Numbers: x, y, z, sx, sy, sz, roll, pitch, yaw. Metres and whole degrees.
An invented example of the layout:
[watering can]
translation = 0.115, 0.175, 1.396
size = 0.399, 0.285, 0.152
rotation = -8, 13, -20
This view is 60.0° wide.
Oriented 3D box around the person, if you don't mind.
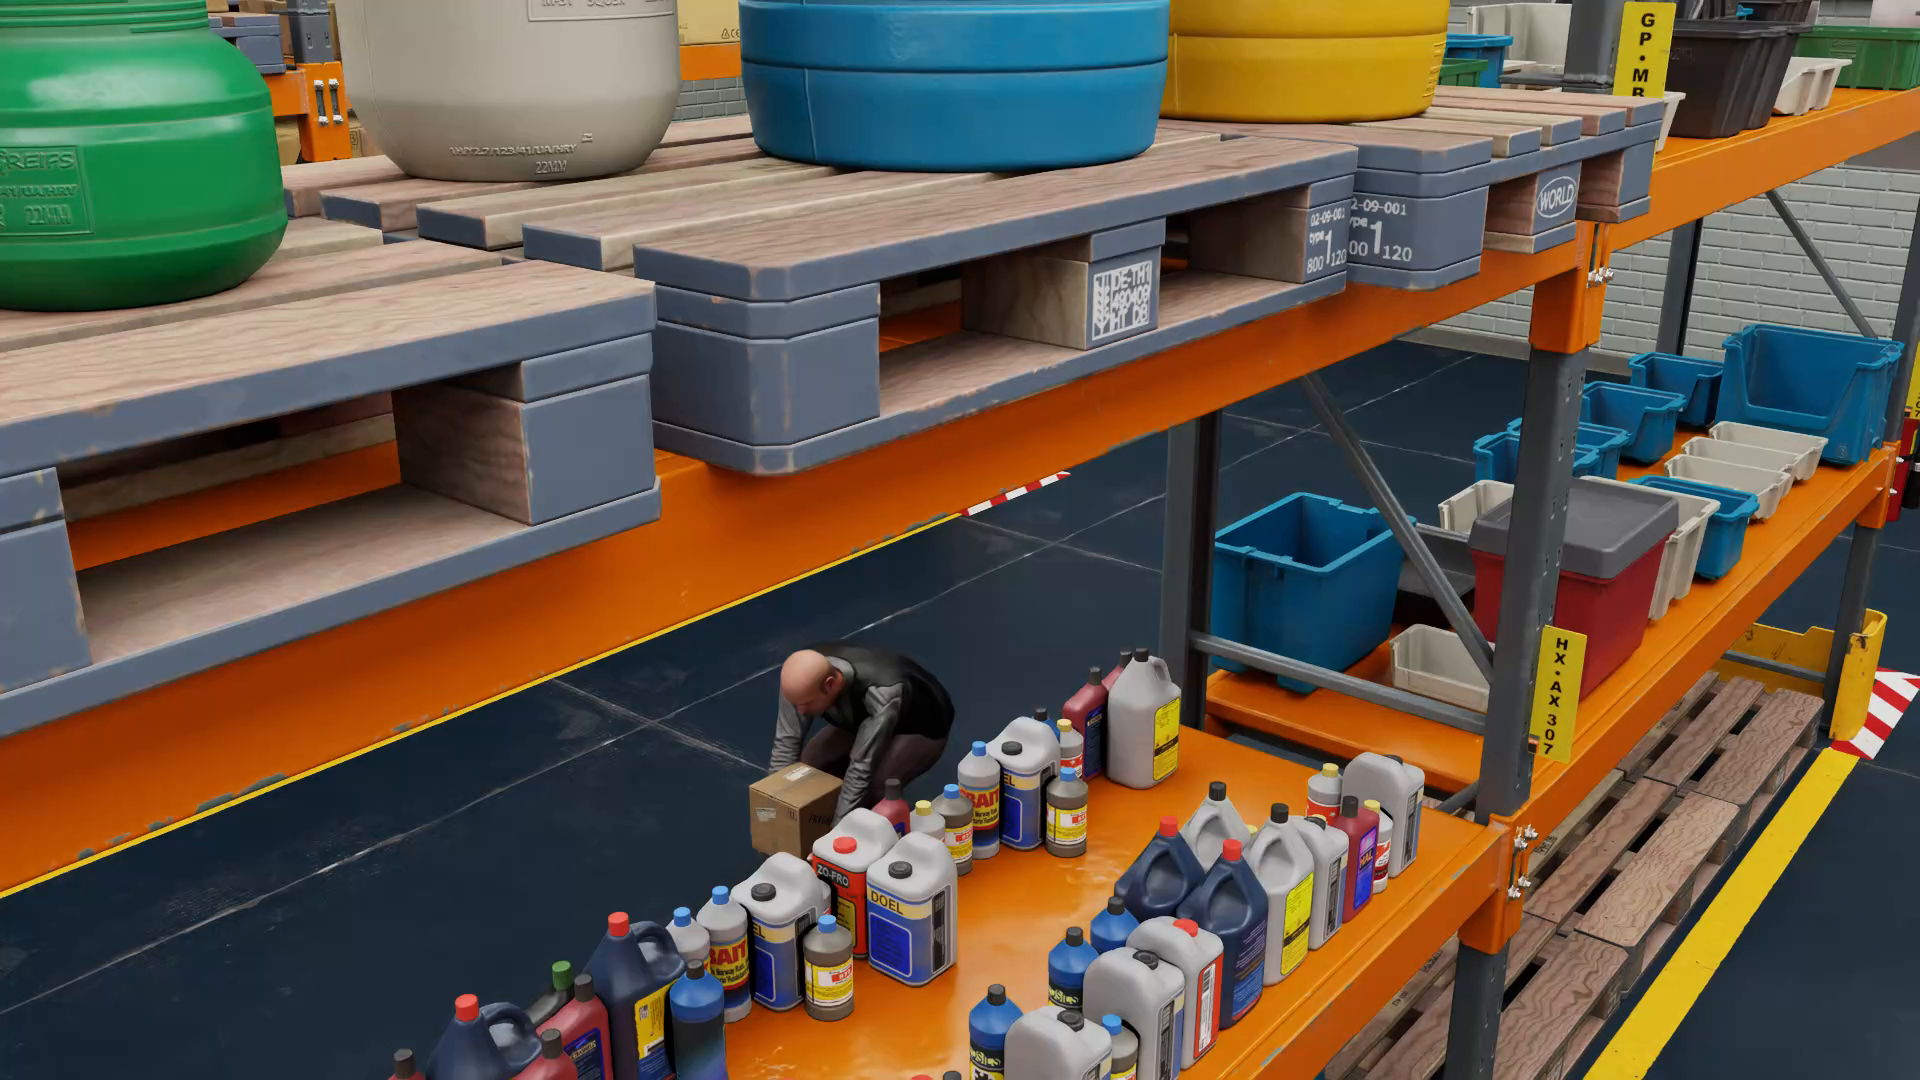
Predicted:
[person]
translation = -0.378, 0.751, 6.155
size = 0.519, 0.980, 0.852
rotation = 15, 25, 35
